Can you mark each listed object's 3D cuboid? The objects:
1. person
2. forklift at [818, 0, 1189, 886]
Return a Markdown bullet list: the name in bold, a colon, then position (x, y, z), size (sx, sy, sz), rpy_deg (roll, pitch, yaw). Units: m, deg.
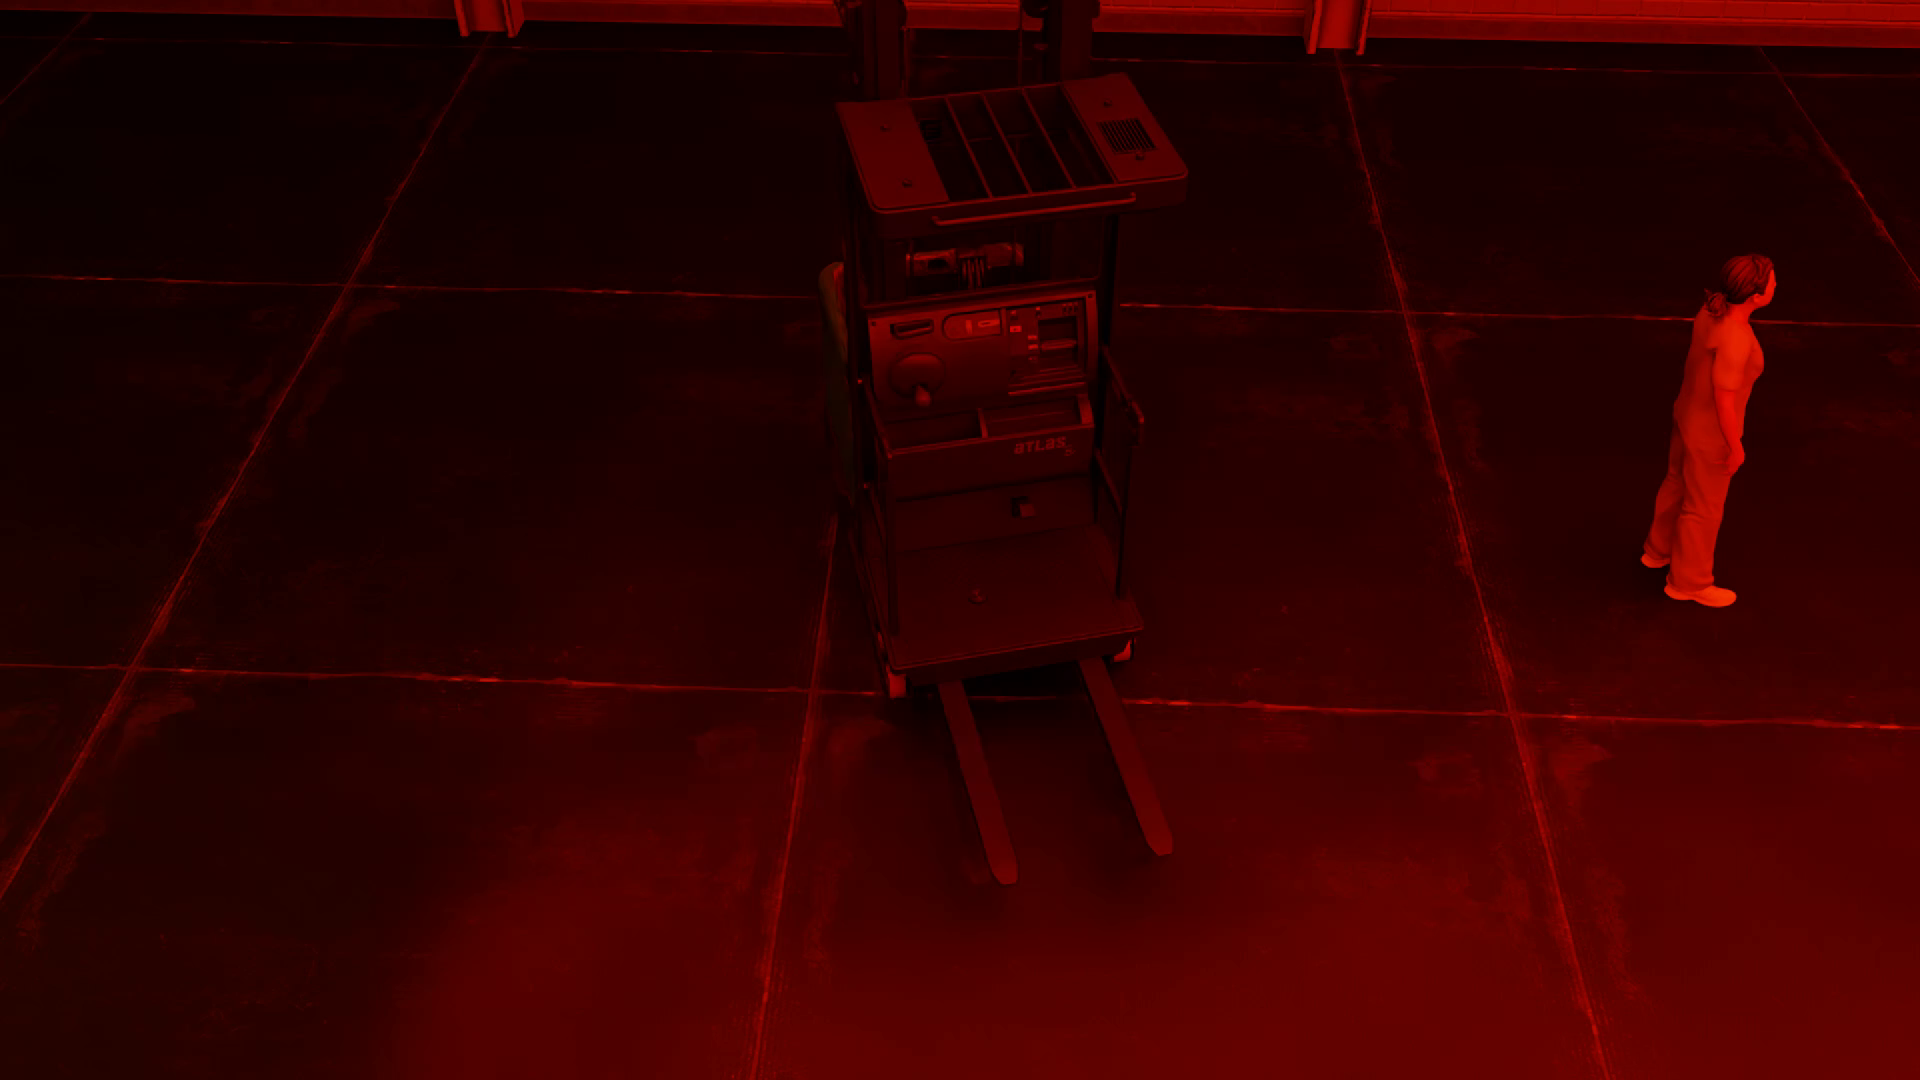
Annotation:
- **person**: position (3.297, -0.484, 7.216), size (0.518, 1.667, 0.527), rpy_deg (3, 43, 4)
- **forklift**: position (0.146, -0.680, 6.487), size (1.130, 2.935, 3.031), rpy_deg (-9, 43, -9)
